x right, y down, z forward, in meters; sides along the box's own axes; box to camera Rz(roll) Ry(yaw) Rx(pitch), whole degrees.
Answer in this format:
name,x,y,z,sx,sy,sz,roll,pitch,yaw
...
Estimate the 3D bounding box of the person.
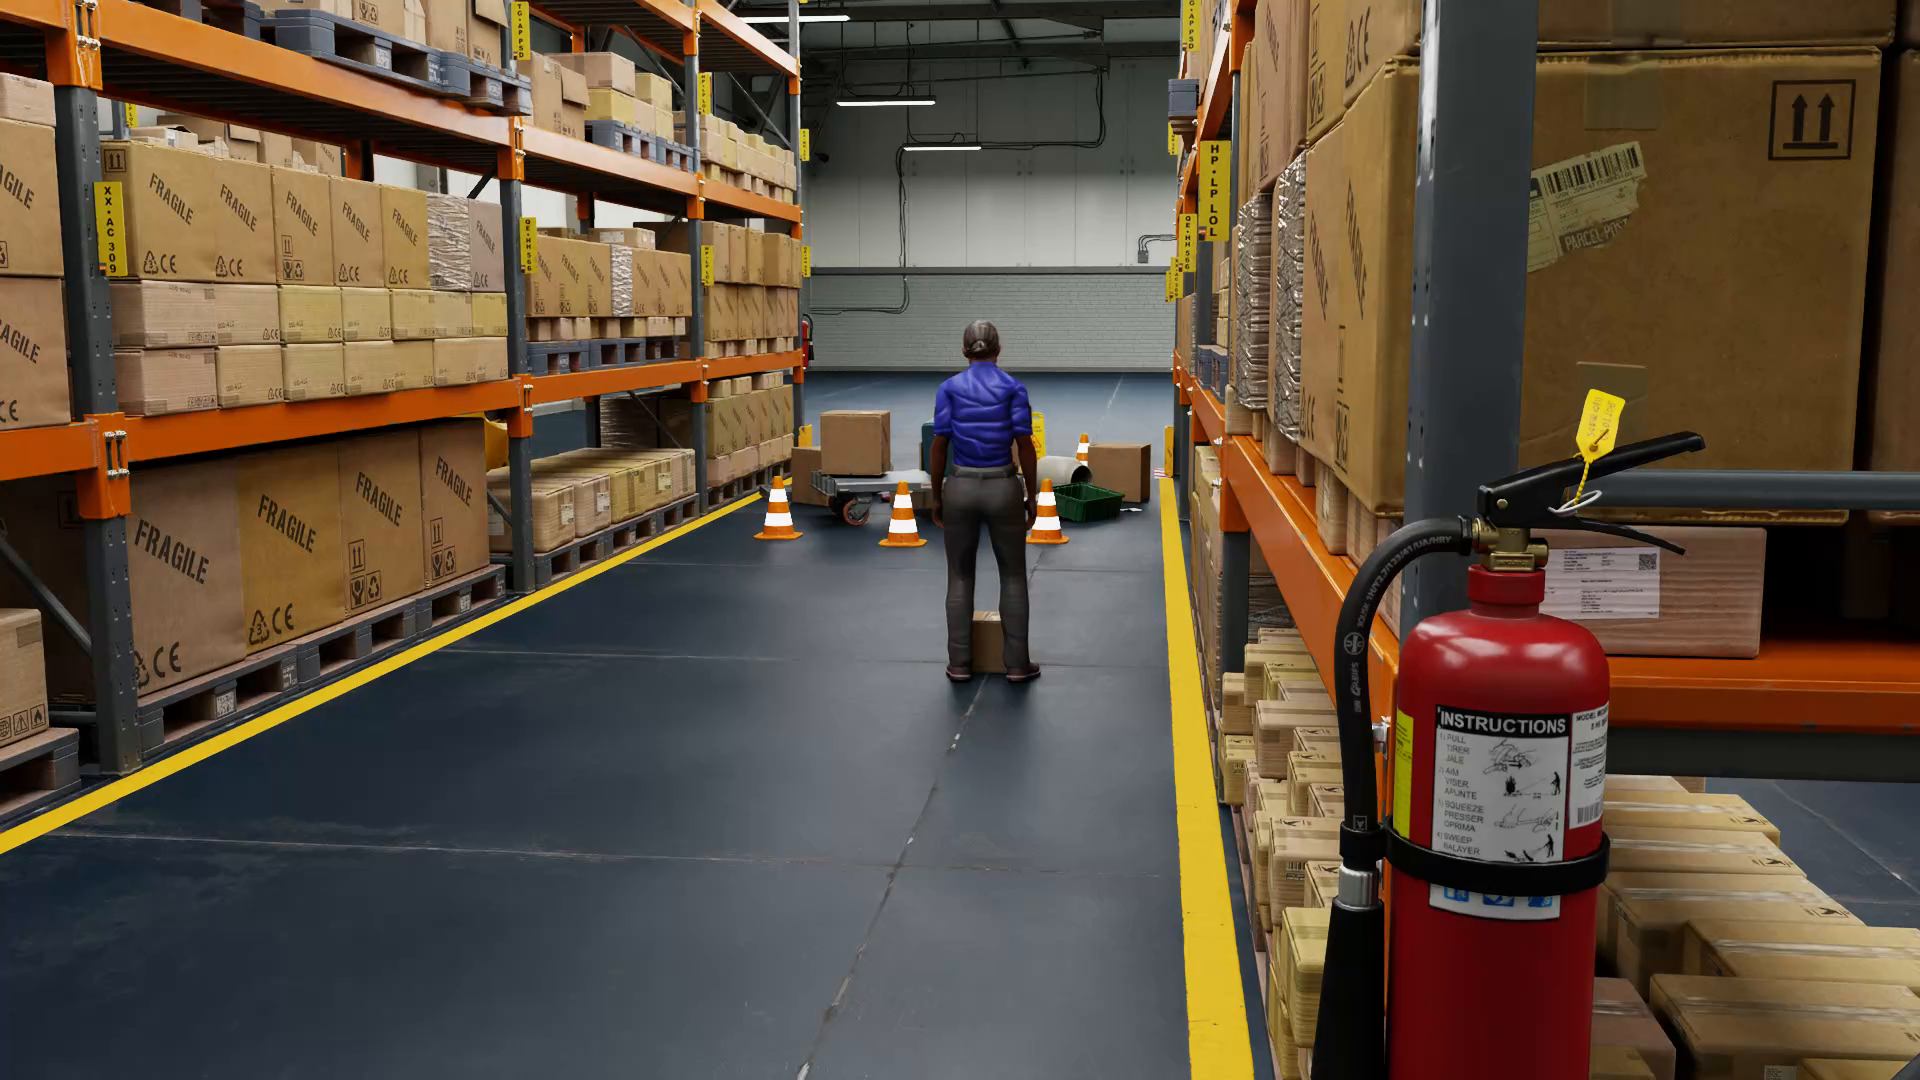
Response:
name,x,y,z,sx,sy,sz,roll,pitch,yaw
person,0.117,-0.179,7.637,0.509,1.655,0.350,1,8,6
